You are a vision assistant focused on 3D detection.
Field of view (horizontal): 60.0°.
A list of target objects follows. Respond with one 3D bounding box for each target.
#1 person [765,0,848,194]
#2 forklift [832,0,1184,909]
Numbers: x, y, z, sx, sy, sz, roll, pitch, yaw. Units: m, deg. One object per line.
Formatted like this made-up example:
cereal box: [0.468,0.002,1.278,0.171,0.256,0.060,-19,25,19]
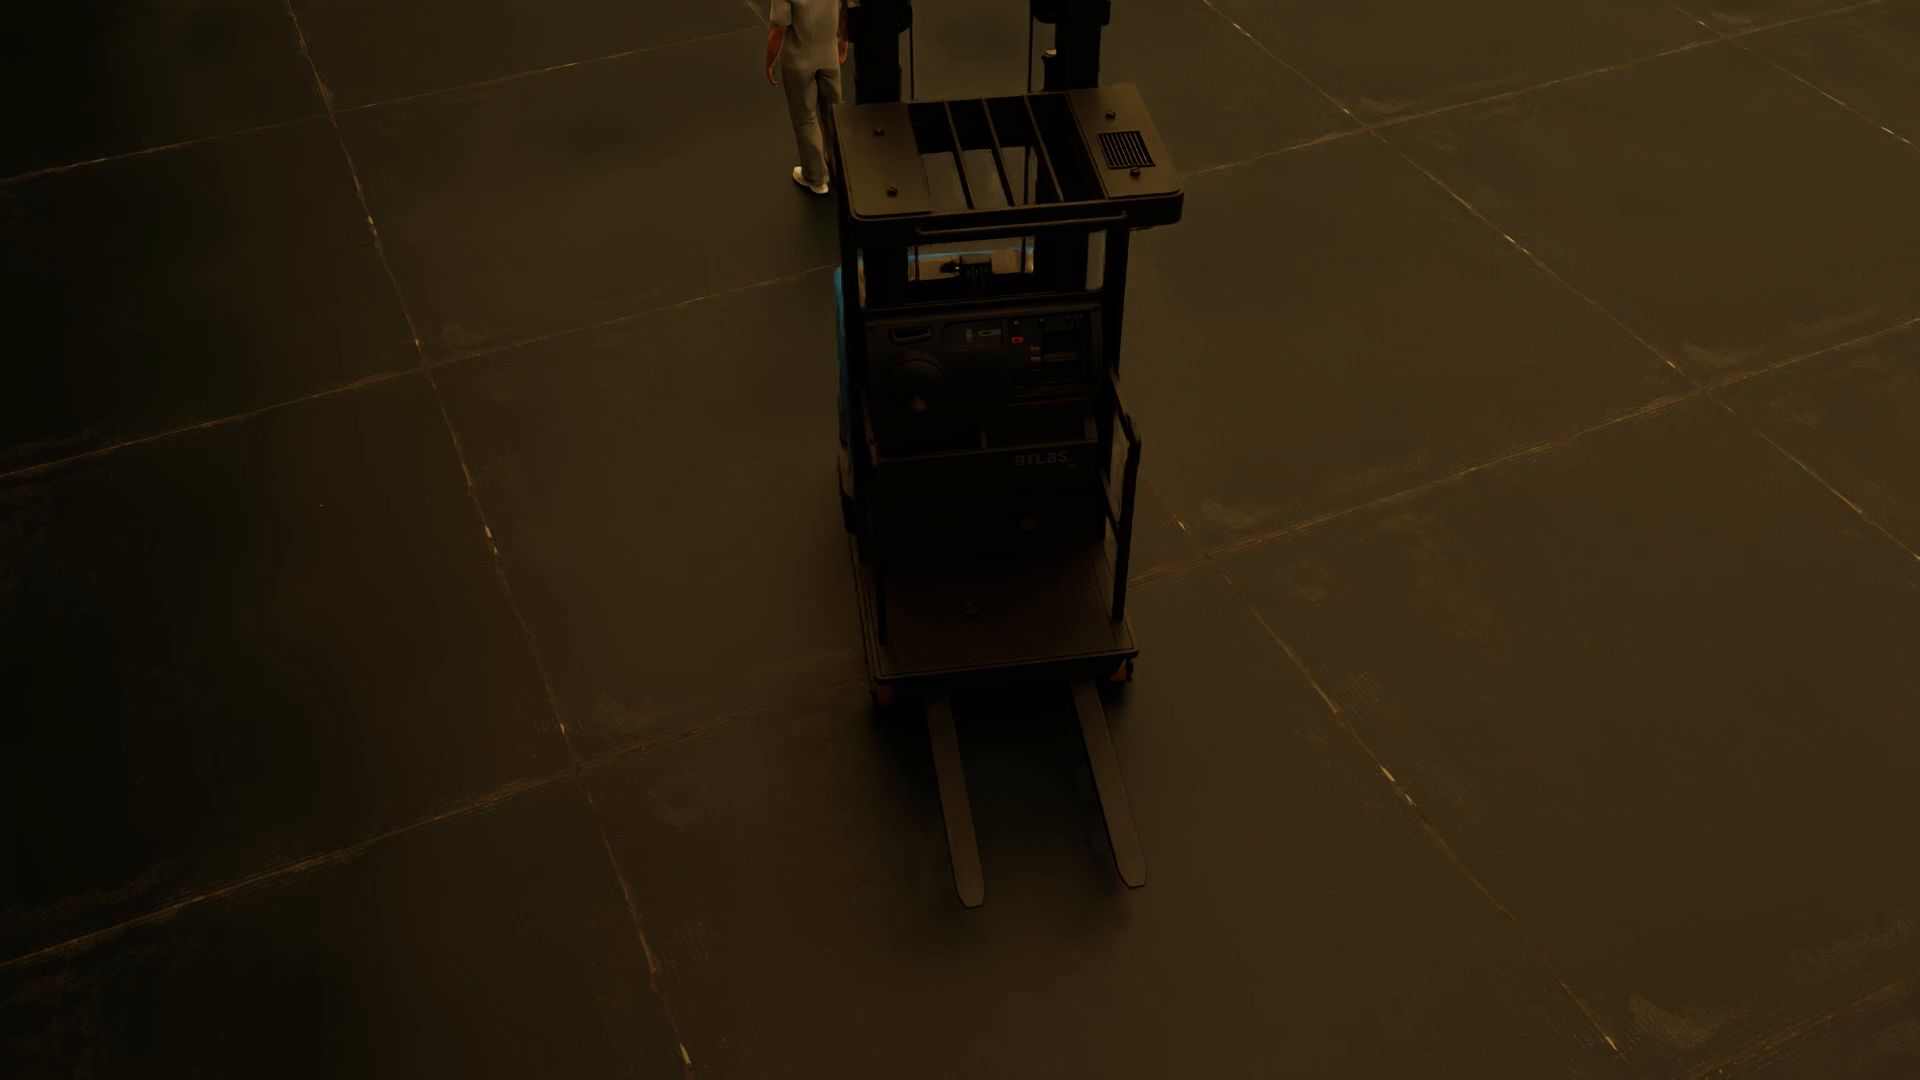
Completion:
person: [-0.884,-2.782,9.570,0.549,1.675,0.549,-21,47,-21]
forklift: [0.130,-0.621,6.346,1.130,2.935,3.031,-6,43,-6]
